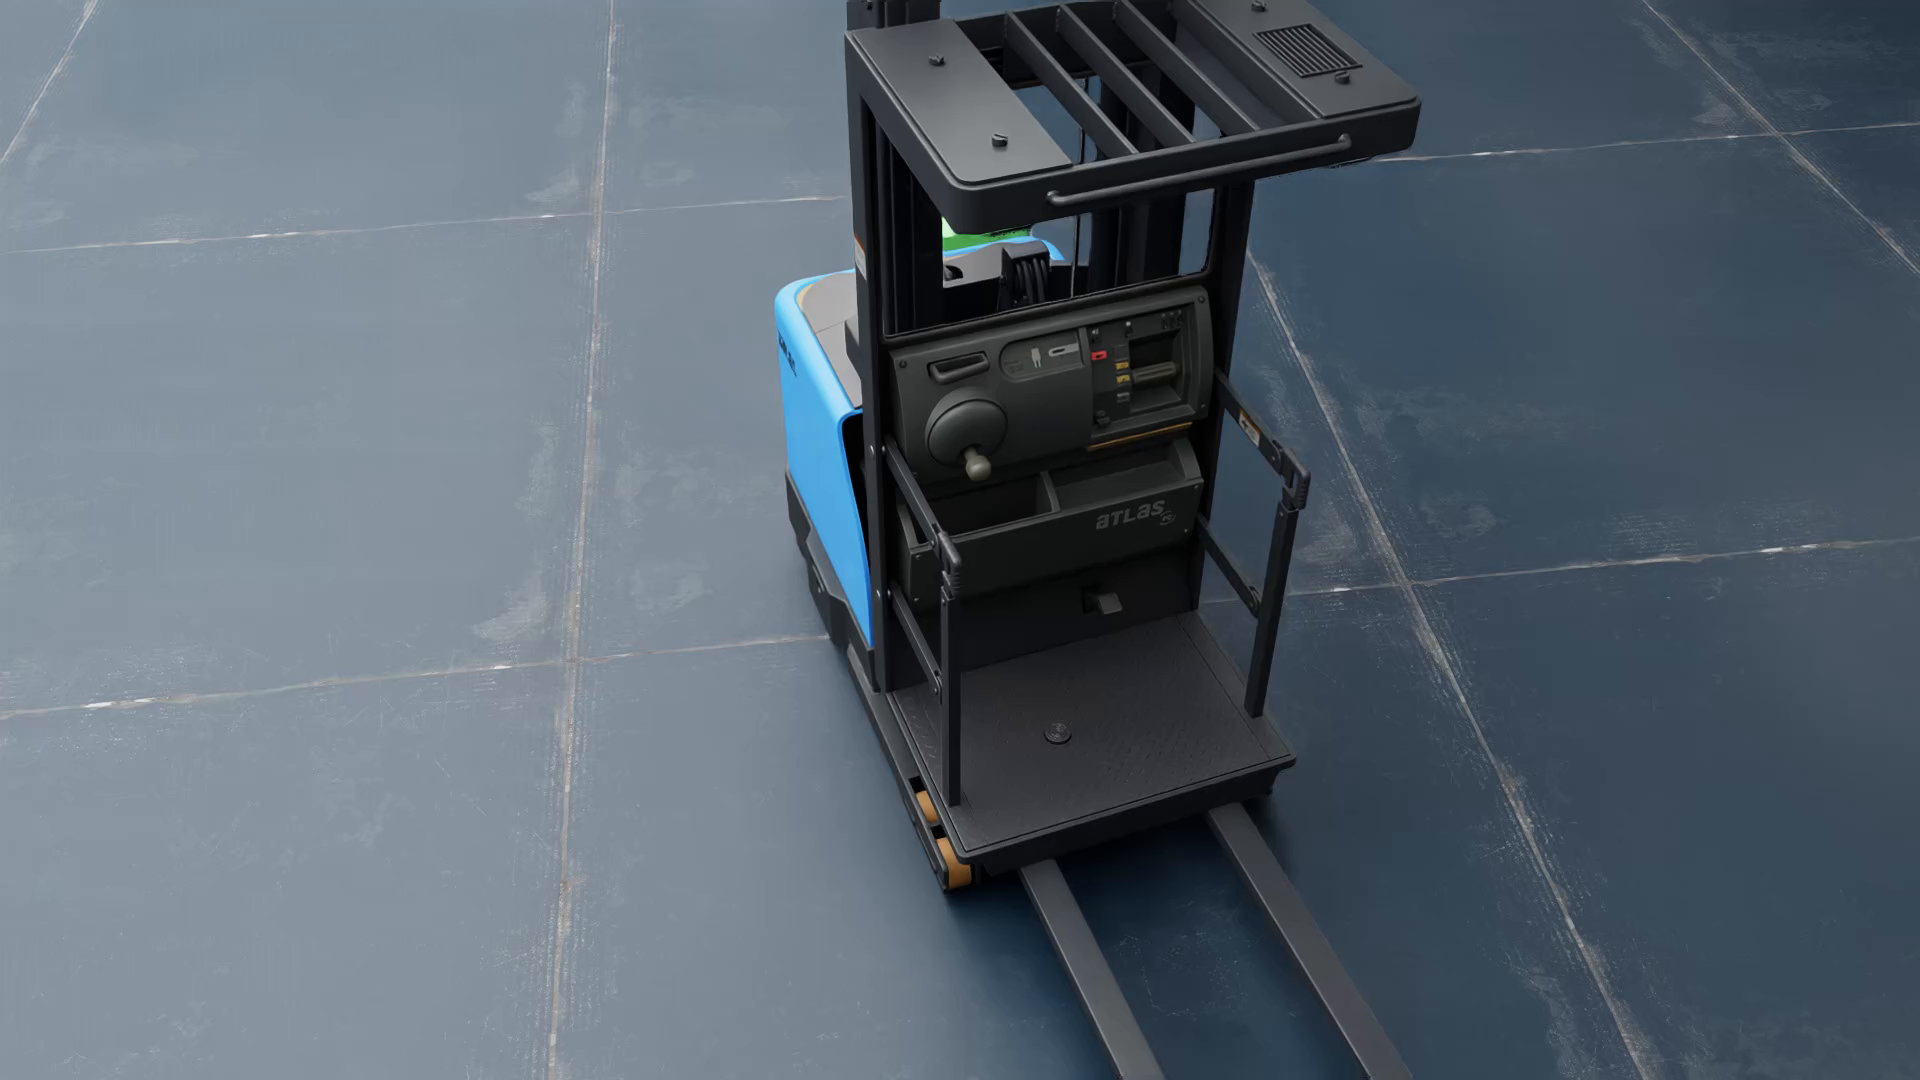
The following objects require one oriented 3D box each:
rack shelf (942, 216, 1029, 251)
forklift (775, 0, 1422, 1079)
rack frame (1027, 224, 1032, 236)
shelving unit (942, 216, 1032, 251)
[{"bbox_3d":[-0.022,-1.106,5.959,0.480,0.148,0.258,-14,44,-15],"label":"rack shelf"},{"bbox_3d":[0.346,-0.343,4.442,1.130,2.935,3.031,-14,44,-15],"label":"forklift"},{"bbox_3d":[0.207,-0.854,6.301,0.015,1.200,0.240,-14,44,-15],"label":"rack frame"},{"bbox_3d":[-0.022,-0.797,6.238,0.503,1.200,0.258,-14,44,-15],"label":"shelving unit"}]
